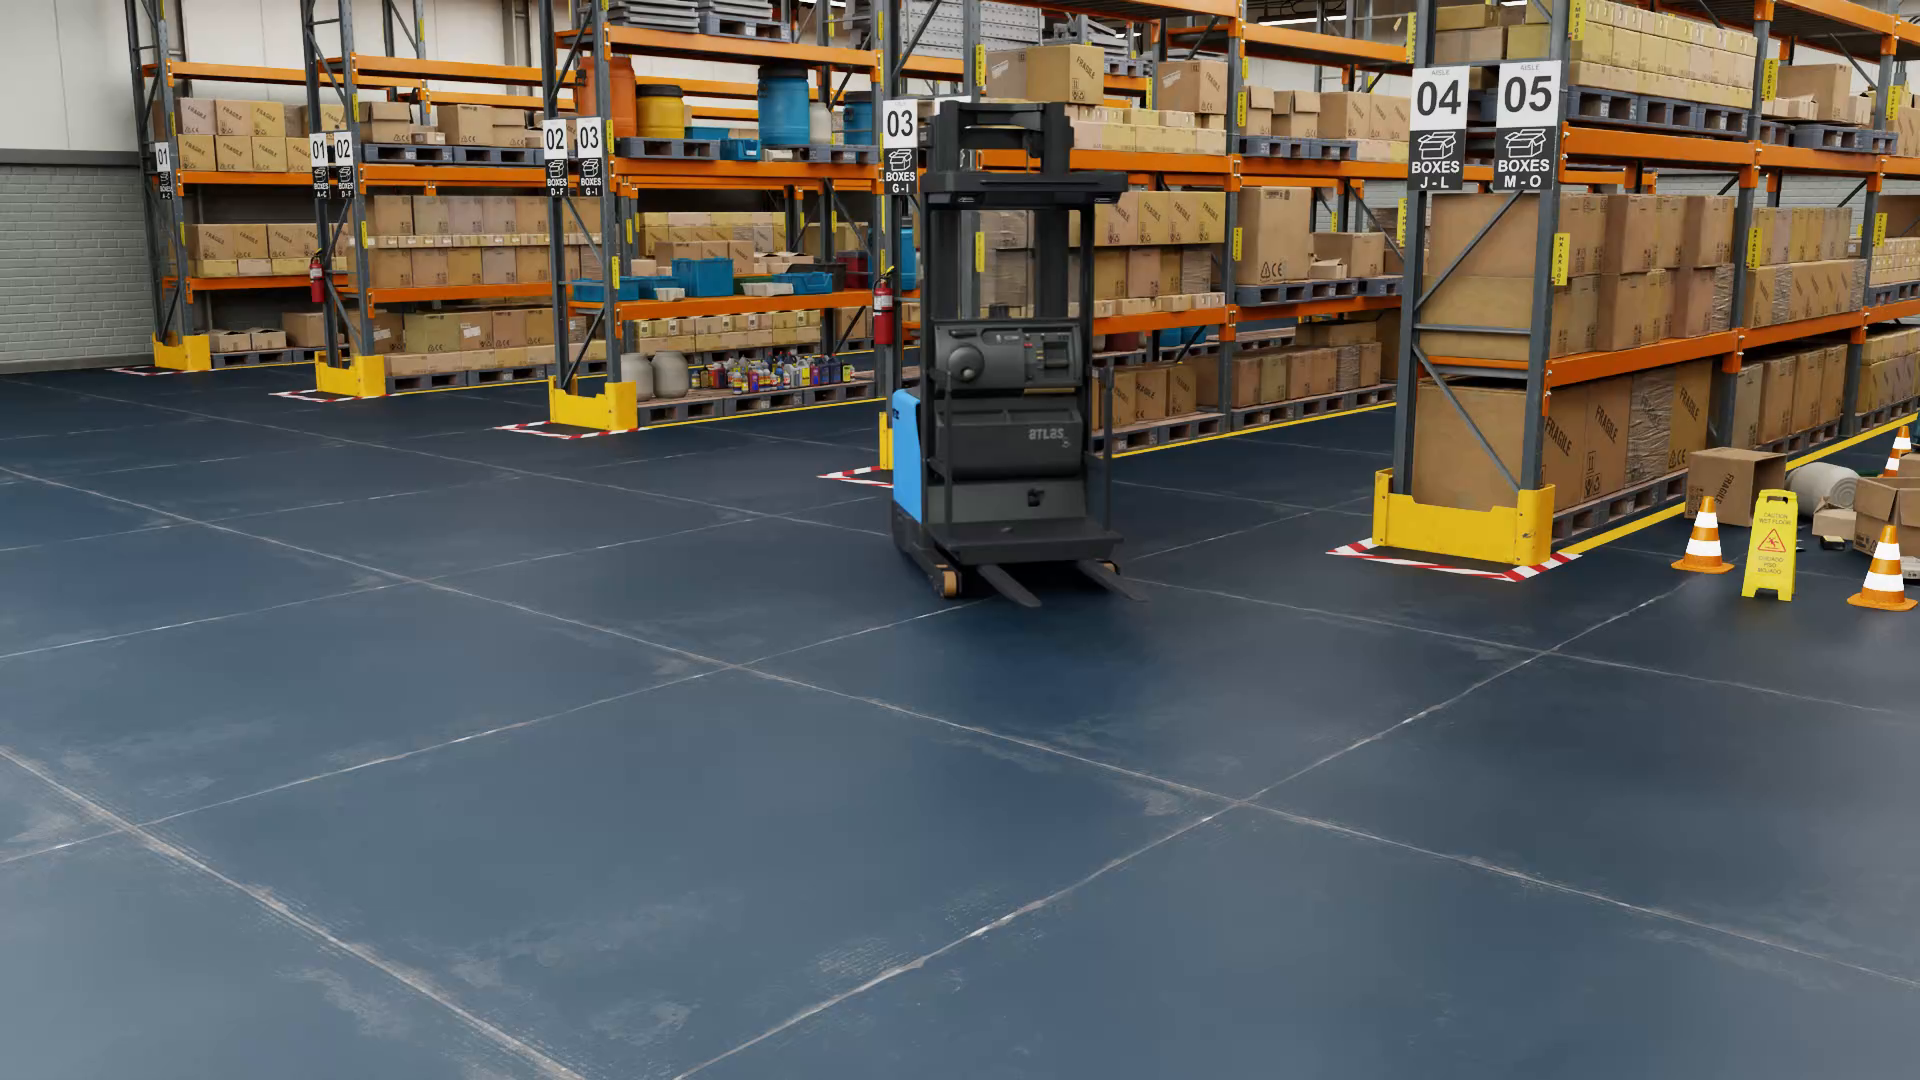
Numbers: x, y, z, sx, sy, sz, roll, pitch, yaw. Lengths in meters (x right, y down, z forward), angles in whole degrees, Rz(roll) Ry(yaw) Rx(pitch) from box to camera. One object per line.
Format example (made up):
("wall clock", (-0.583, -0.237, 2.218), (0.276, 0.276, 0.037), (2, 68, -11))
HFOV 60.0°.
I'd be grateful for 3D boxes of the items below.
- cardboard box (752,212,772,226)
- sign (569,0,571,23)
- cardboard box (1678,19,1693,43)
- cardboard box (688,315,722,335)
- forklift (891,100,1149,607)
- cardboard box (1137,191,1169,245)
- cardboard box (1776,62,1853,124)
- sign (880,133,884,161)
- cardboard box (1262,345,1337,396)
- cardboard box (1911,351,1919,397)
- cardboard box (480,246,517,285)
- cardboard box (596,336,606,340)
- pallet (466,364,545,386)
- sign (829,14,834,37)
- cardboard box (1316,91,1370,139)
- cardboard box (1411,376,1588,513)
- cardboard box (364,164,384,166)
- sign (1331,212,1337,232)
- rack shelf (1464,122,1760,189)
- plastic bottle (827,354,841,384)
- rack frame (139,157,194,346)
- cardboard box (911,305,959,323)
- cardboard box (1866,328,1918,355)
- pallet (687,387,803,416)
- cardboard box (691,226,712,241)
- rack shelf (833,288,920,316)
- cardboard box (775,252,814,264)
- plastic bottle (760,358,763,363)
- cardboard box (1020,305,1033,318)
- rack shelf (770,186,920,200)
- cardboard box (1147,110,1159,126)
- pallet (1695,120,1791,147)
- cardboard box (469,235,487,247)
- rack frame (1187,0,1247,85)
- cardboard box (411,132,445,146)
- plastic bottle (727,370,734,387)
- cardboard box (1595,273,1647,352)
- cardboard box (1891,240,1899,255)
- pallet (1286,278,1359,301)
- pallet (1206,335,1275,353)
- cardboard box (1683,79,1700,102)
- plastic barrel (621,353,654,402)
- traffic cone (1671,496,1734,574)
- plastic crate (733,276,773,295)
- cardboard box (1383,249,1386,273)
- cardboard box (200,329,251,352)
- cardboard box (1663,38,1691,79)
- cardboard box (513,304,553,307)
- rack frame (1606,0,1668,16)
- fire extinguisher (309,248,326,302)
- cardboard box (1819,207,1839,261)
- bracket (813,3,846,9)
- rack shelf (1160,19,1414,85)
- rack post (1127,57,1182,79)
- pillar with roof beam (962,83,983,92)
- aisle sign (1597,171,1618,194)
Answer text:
("cardboard box", (-3.946, -6.138, 31.805), (0.500, 0.250, 0.500), (10, 15, 42))
("sign", (-5.458, -7.432, 23.358), (0.100, 0.325, 0.005), (10, 15, 40))
("cardboard box", (5.051, -3.662, 12.009), (0.380, 0.149, 0.250), (10, 15, 41))
("cardboard box", (-3.908, -3.235, 24.766), (0.500, 0.311, 0.500), (9, 14, 38))
("forklift", (0.351, -1.171, 10.089), (1.130, 2.935, 3.031), (-3, 12, -13))
("cardboard box", (1.646, -3.080, 15.904), (0.500, 0.500, 0.500), (10, 15, 40))
("cardboard box", (7.759, -4.059, 15.132), (0.500, 0.500, 0.500), (10, 15, 40))
("sign", (-0.918, -4.686, 19.834), (0.100, 0.325, 0.005), (10, 15, 40))
("cardboard box", (3.884, -1.953, 19.090), (0.500, 0.500, 0.700), (-11, 15, -43))
("cardboard box", (10.698, -1.927, 19.013), (0.500, 0.500, 0.500), (9, 15, 39))
("cardboard box", (-6.345, -3.680, 22.224), (0.700, 0.500, 0.500), (10, 15, 42))
("cardboard box", (-4.987, -2.881, 24.424), (0.500, 0.250, 0.500), (10, 15, 40))
("pallet", (-6.404, -2.265, 22.514), (1.003, 0.211, 1.213), (10, 15, 40))
("sign", (-1.983, -7.920, 25.598), (0.100, 0.325, 0.005), (10, 15, 40))
("cardboard box", (4.241, -4.747, 18.628), (0.500, 0.500, 0.500), (10, 15, 41))
("cardboard box", (3.813, -0.671, 11.765), (0.875, 0.875, 0.875), (10, 15, 41))
("cardboard box", (-9.257, -5.915, 25.704), (0.500, 0.500, 0.500), (8, 14, 36))
("sign", (4.618, -3.871, 20.477), (0.100, 0.325, 0.005), (10, 15, 40))
("rack shelf", (4.735, -2.811, 12.305), (1.077, 0.370, 4.000), (10, 15, 40))
("plastic bottle", (-1.533, -2.068, 20.049), (0.144, 0.351, 0.185), (9, 15, 39))
("rack frame", (-11.407, -3.976, 23.960), (1.000, 3.000, 0.127), (10, 15, 40))
("cardboard box", (-0.211, -2.000, 14.709), (0.380, 0.149, 0.250), (10, 15, 40))
("cardboard box", (10.347, -2.216, 18.544), (0.500, 0.250, 0.500), (9, 14, 38))
("pallet", (-2.604, -1.642, 19.396), (1.003, 0.211, 1.213), (10, 15, 40))
("cardboard box", (-4.932, -5.545, 30.749), (0.500, 0.500, 0.500), (10, 15, 40))
("rack shelf", (-0.004, -3.225, 22.037), (1.077, 0.370, 4.000), (10, 15, 40))
("cardboard box", (-2.675, -4.422, 26.418), (0.500, 0.311, 0.500), (11, 16, 44))
("plastic bottle", (-2.434, -2.056, 20.157), (0.061, 0.283, 0.133), (11, 15, 43))
("cardboard box", (0.479, -2.012, 14.767), (0.380, 0.149, 0.250), (10, 15, 40))
("rack shelf", (-2.165, -7.154, 34.049), (1.077, 0.370, 4.000), (10, 15, 40))
("cardboard box", (1.665, -4.003, 15.802), (0.380, 0.149, 0.250), (11, 15, 42))
("pallet", (6.624, -3.506, 14.434), (0.805, 0.209, 1.217), (9, 14, 38))
("cardboard box", (-6.414, -3.923, 21.782), (0.380, 0.149, 0.250), (10, 15, 40))
("rack frame", (3.957, -7.403, 25.799), (1.000, 3.000, 0.127), (10, 15, 40))
("cardboard box", (-6.774, -5.109, 21.184), (0.380, 0.149, 0.250), (10, 15, 40))
("plastic bottle", (-2.697, -1.906, 19.617), (0.097, 0.201, 0.097), (0, 11, 0))
("cardboard box", (4.437, -1.683, 12.094), (0.875, 0.550, 0.550), (10, 15, 40))
("cardboard box", (9.839, -3.147, 17.861), (0.380, 0.149, 0.250), (11, 16, 43))
("pallet", (3.761, -2.841, 18.768), (1.003, 0.211, 1.213), (10, 15, 40))
("pallet", (4.413, -3.206, 27.226), (1.003, 0.211, 1.213), (10, 15, 40))
("cardboard box", (5.215, -3.307, 12.267), (0.380, 0.149, 0.250), (10, 15, 40))
("plastic barrel", (-3.588, -1.788, 18.284), (0.421, 0.512, 0.421), (0, 11, 0))
("traffic cone", (4.832, -0.049, 10.776), (0.336, 0.463, 0.334), (10, 15, 40))
("plastic crate", (-2.432, -3.017, 19.697), (0.450, 0.188, 0.662), (10, 15, 40))
("cardboard box", (5.176, -3.385, 20.748), (0.500, 0.500, 0.500), (10, 15, 42))
("cardboard box", (-10.882, -2.963, 24.631), (0.500, 0.311, 0.500), (8, 14, 34))
("cardboard box", (4.925, -3.458, 12.001), (0.500, 0.250, 0.500), (10, 15, 40))
("cardboard box", (-5.908, -3.048, 23.345), (0.500, 0.500, 0.500), (10, 15, 40))
("rack frame", (10.318, -7.351, 25.539), (1.000, 3.000, 0.127), (10, 15, 40))
("fire extinguisher", (-8.110, -3.341, 20.977), (0.296, 0.674, 0.183), (10, 15, 40))
("cardboard box", (8.059, -2.976, 16.143), (0.700, 0.500, 0.500), (9, 15, 40))
("bracket", (-1.432, -11.058, 34.908), (0.076, 0.066, 4.783), (10, 15, 40))
("rack shelf", (3.717, -5.331, 18.282), (1.077, 0.370, 4.000), (10, 15, 40))
("rack post", (2.716, -6.843, 24.274), (0.954, 0.300, 0.937), (-10, 15, -41))
("pillar with roof beam", (3.522, -9.224, 34.920), (9.100, 9.000, 0.548), (10, 15, 40))
("aisle sign", (10.140, -5.733, 26.119), (0.394, 0.787, 0.004), (10, 15, 40))
